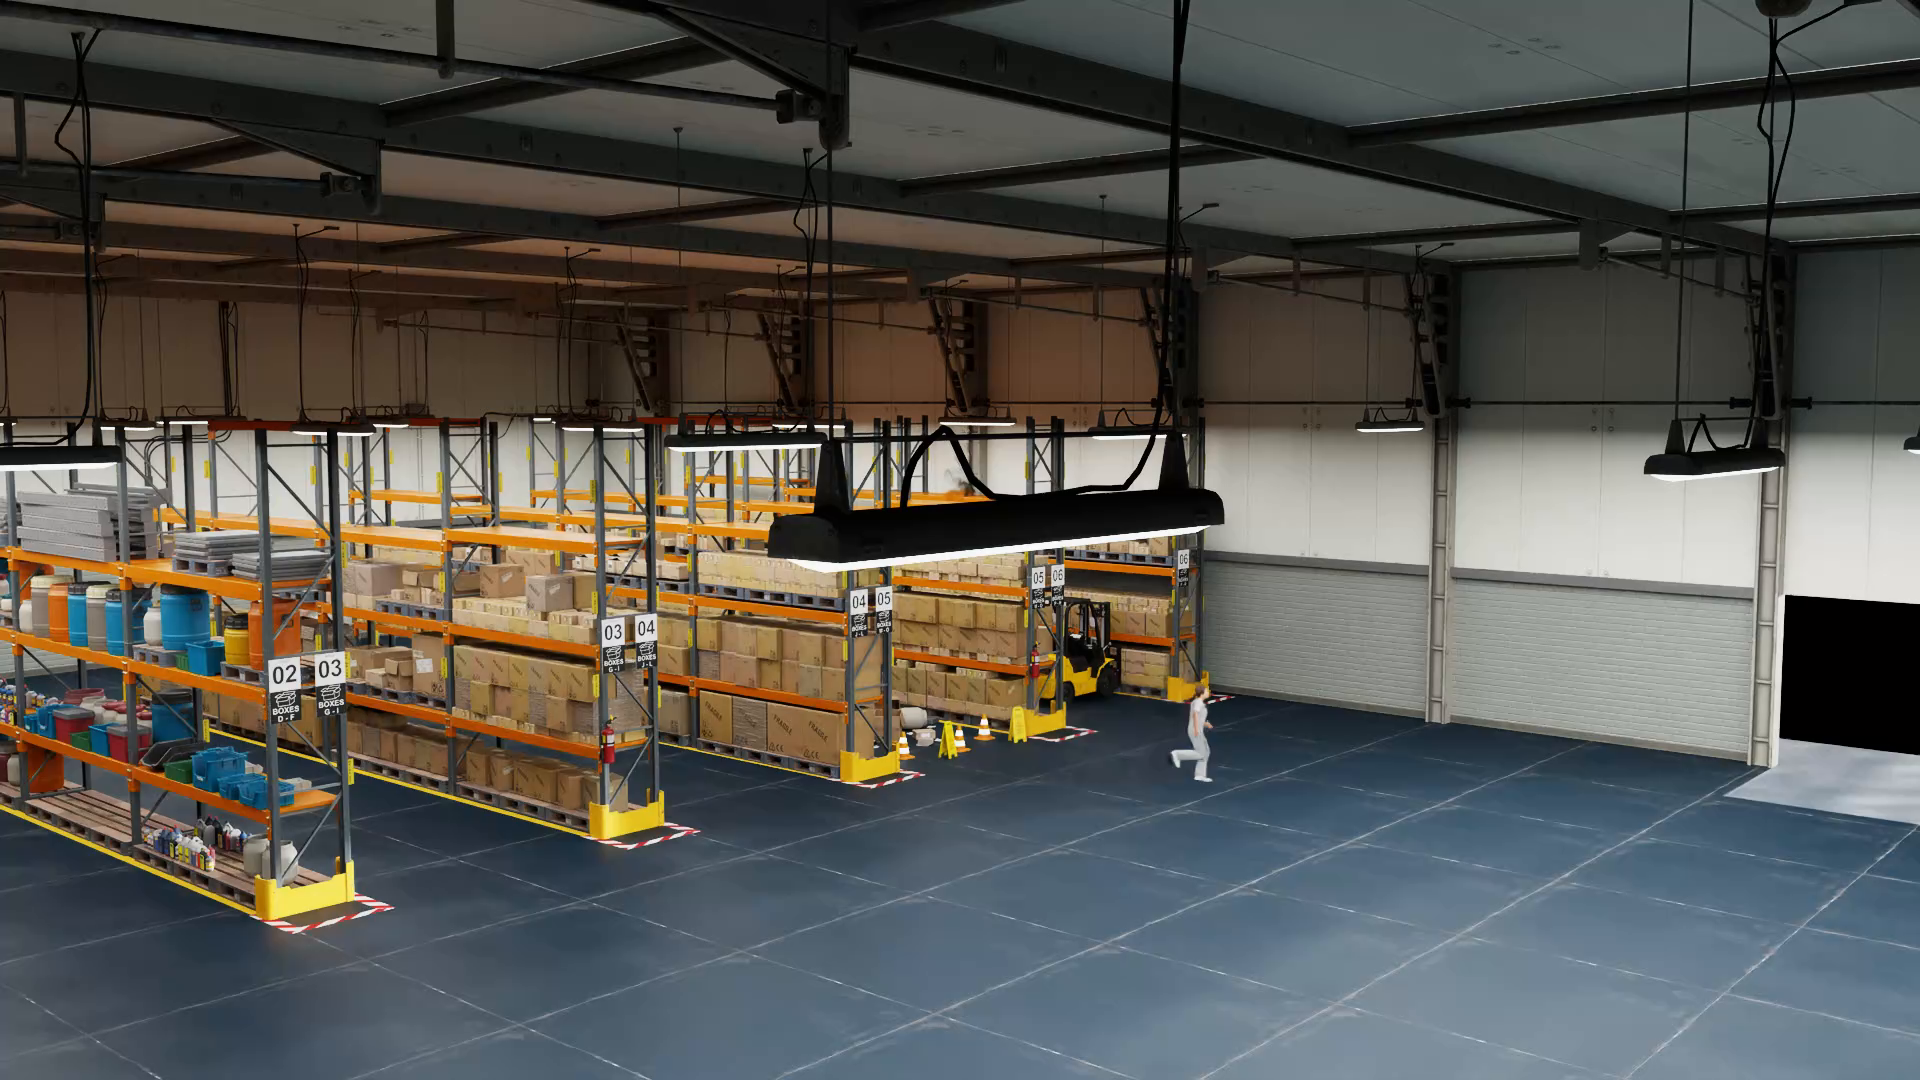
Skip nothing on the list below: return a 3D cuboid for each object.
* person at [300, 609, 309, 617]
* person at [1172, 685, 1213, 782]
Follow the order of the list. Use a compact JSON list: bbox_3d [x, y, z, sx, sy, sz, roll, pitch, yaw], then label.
[{"bbox_3d":[-14.955,2.381,37.457,0.879,1.699,0.687,-2,5,-26],"label":"person"},{"bbox_3d":[3.887,3.236,27.801,0.688,1.629,0.589,0,5,1],"label":"person"}]
